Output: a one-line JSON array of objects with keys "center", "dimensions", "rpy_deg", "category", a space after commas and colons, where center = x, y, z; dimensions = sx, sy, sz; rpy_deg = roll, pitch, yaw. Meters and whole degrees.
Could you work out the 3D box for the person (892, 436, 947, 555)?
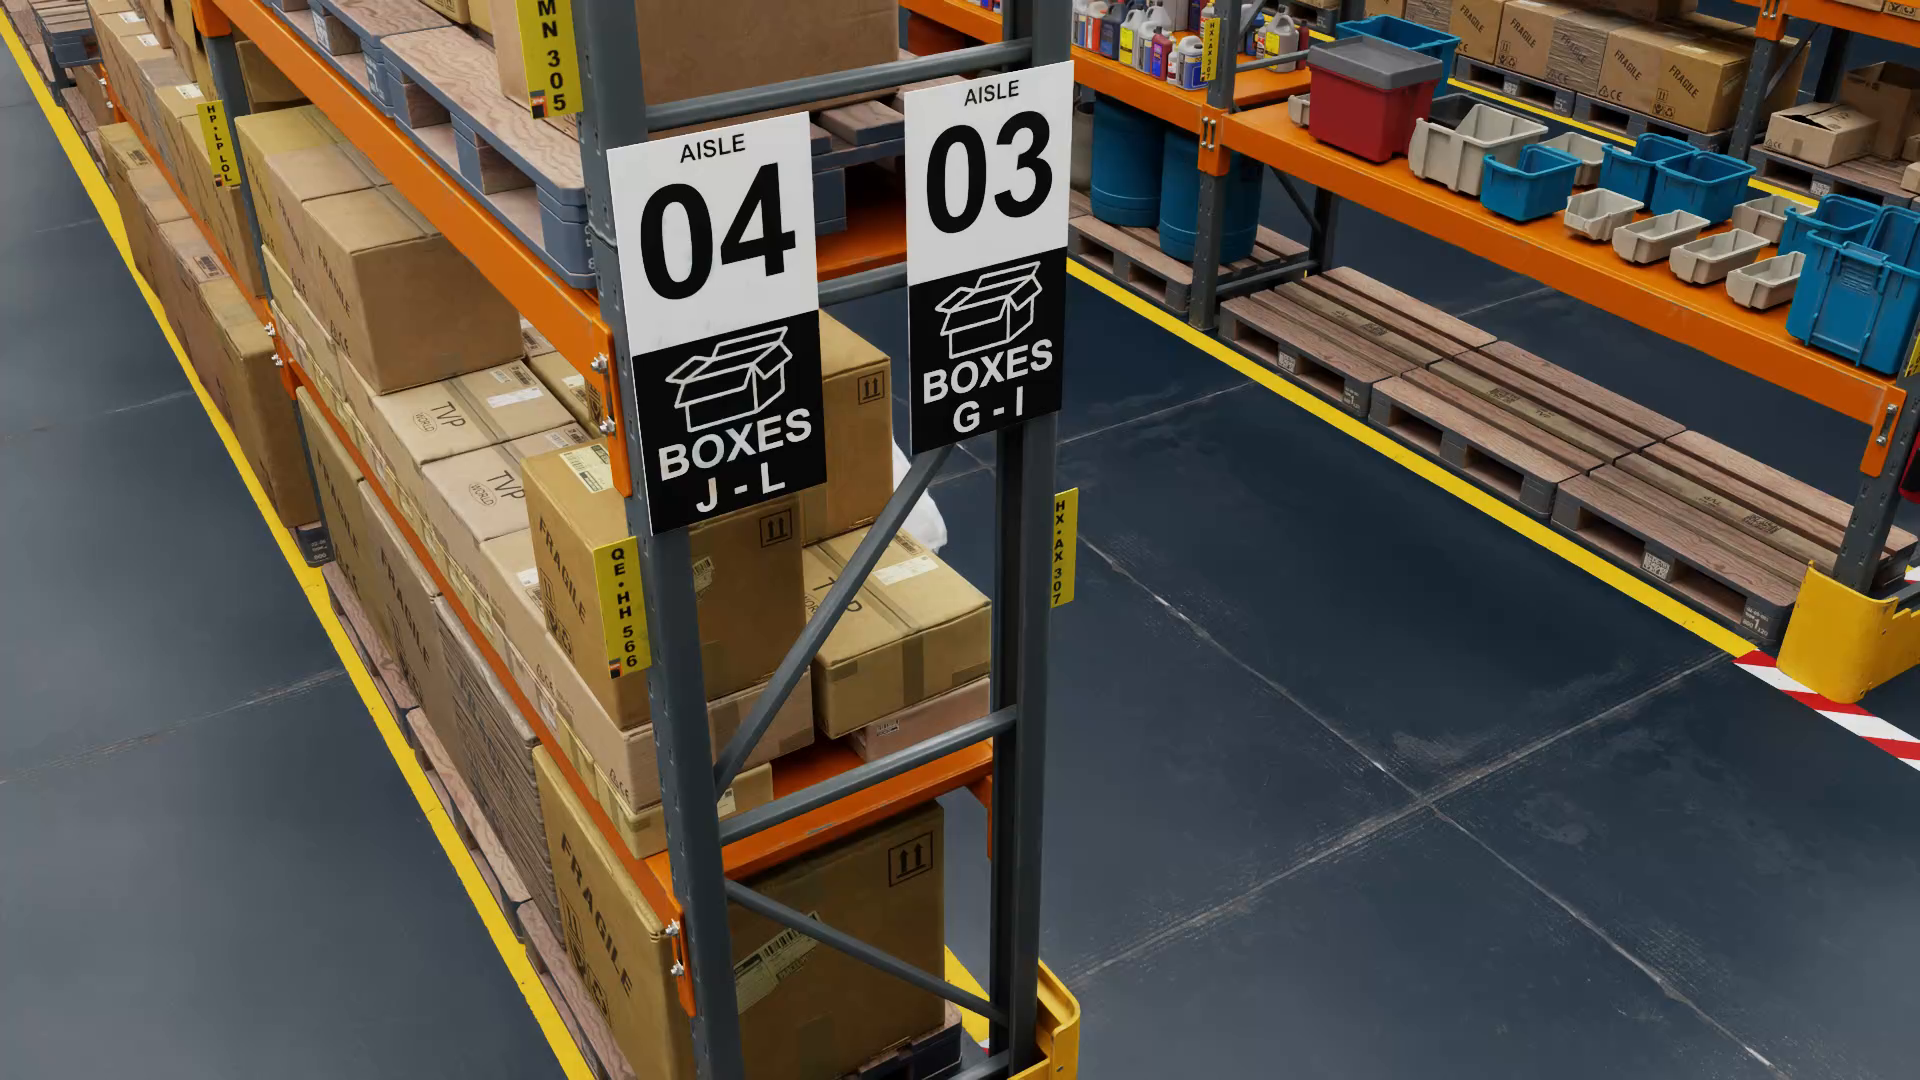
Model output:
[{"center": [-0.439, -0.087, 6.958], "dimensions": [0.575, 1.040, 0.873], "rpy_deg": [-19, 37, -27], "category": "person"}]
